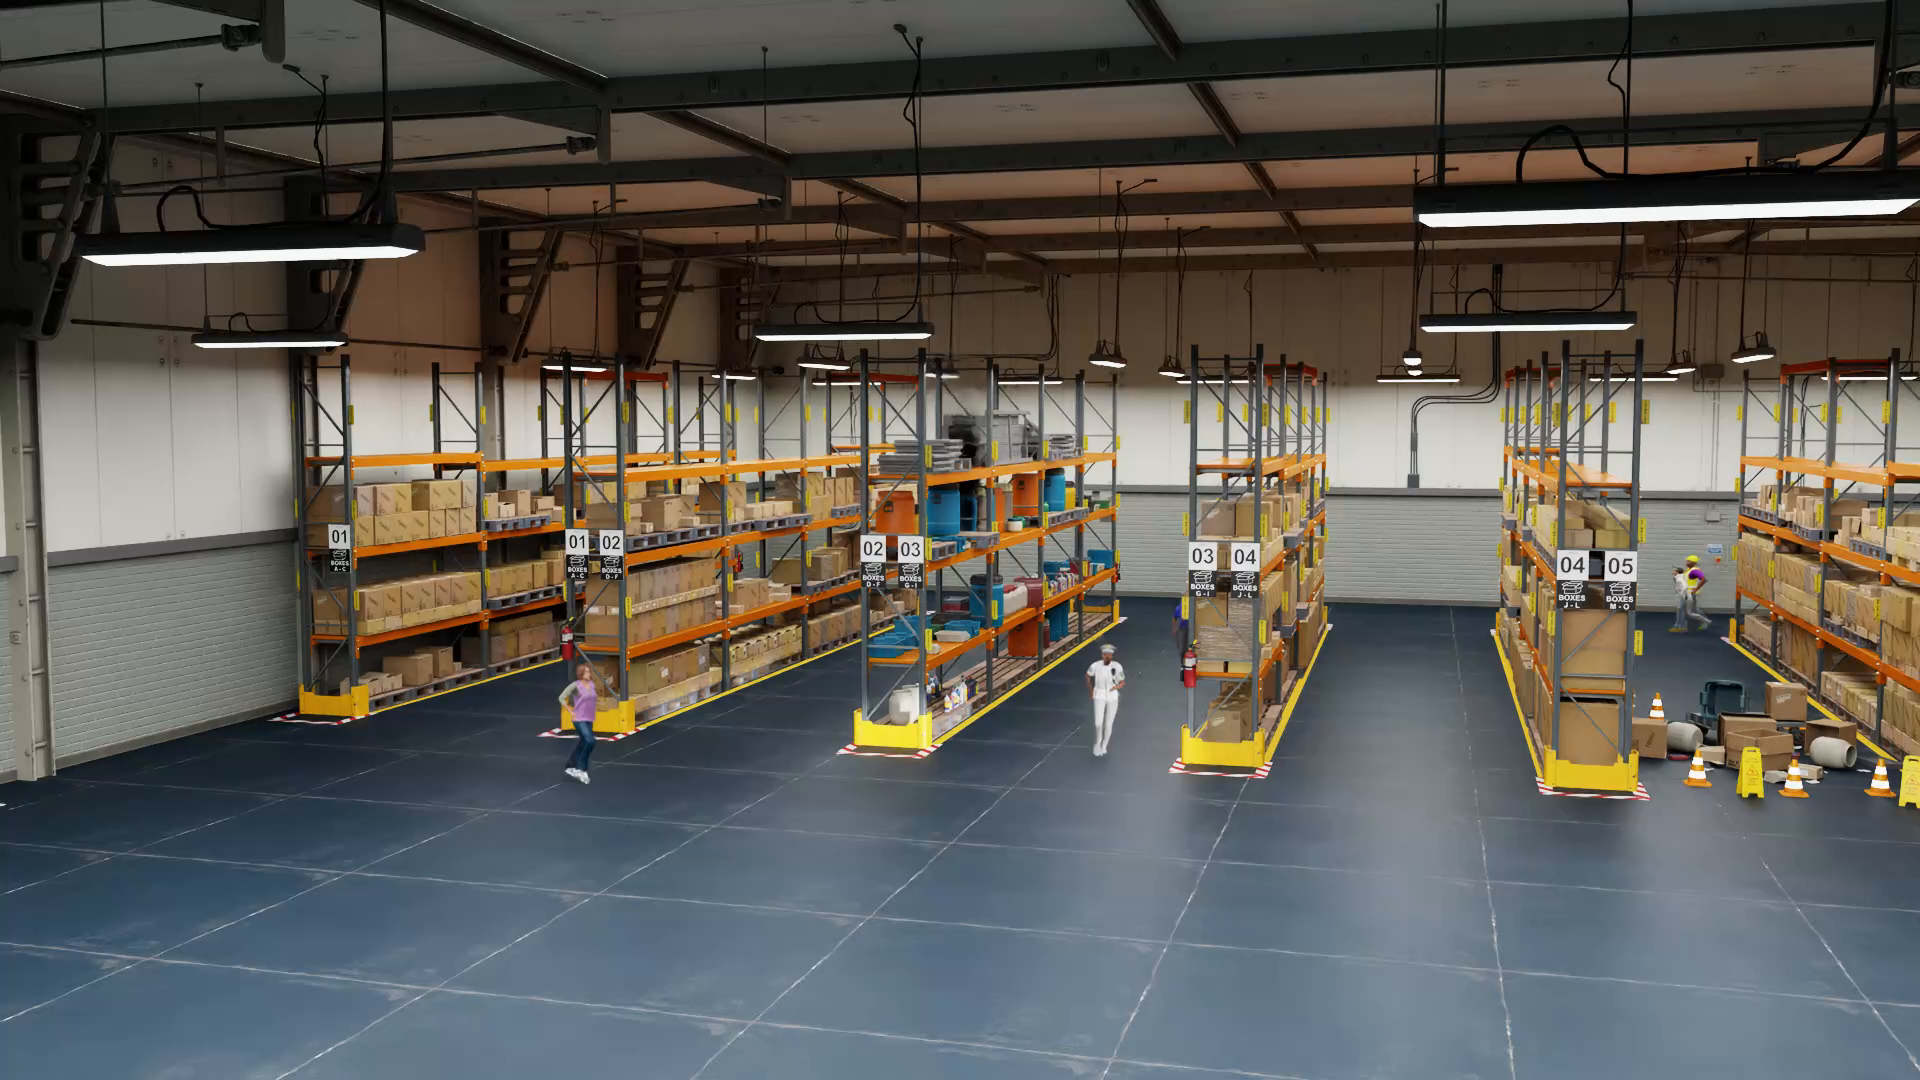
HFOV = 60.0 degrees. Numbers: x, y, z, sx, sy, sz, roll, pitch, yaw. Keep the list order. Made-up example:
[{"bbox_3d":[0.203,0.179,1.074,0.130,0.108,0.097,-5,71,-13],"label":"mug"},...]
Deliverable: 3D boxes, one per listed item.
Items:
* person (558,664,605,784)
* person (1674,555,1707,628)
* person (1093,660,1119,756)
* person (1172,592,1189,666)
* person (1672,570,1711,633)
[{"bbox_3d":[-5.148,2.506,22.735,0.694,1.623,0.514,2,5,29],"label":"person"},{"bbox_3d":[16.800,1.183,38.137,0.811,1.676,0.690,1,5,19],"label":"person"},{"bbox_3d":[2.137,2.461,24.365,0.387,1.400,0.650,0,4,2],"label":"person"},{"bbox_3d":[4.379,1.805,32.100,0.583,1.615,0.558,1,4,13],"label":"person"},{"bbox_3d":[16.758,1.391,38.111,0.851,1.596,0.612,2,5,30],"label":"person"}]
